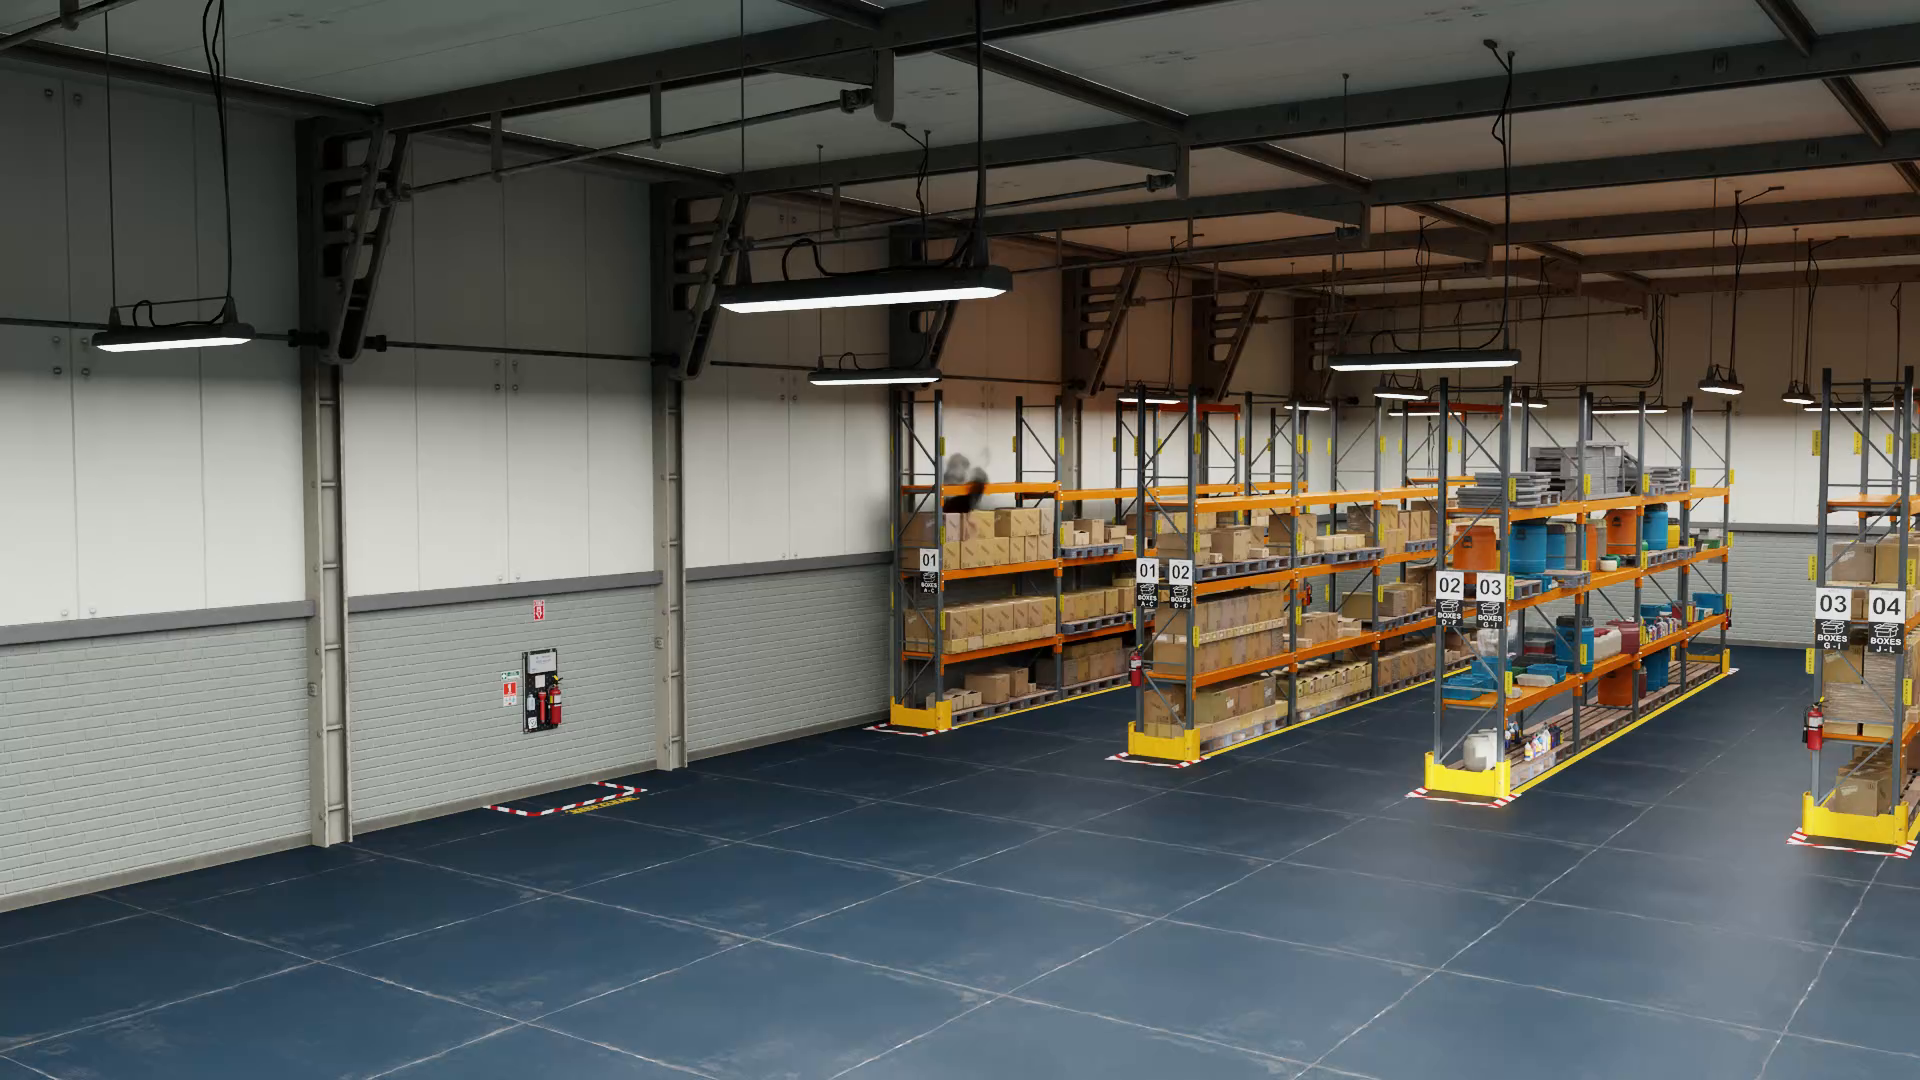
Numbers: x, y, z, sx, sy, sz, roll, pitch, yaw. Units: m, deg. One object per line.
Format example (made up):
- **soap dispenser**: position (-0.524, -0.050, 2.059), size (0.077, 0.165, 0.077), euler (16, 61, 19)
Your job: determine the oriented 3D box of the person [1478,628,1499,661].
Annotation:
- **person**: position (10.693, 2.287, 33.521), size (0.582, 1.746, 0.946), euler (2, 4, 32)
